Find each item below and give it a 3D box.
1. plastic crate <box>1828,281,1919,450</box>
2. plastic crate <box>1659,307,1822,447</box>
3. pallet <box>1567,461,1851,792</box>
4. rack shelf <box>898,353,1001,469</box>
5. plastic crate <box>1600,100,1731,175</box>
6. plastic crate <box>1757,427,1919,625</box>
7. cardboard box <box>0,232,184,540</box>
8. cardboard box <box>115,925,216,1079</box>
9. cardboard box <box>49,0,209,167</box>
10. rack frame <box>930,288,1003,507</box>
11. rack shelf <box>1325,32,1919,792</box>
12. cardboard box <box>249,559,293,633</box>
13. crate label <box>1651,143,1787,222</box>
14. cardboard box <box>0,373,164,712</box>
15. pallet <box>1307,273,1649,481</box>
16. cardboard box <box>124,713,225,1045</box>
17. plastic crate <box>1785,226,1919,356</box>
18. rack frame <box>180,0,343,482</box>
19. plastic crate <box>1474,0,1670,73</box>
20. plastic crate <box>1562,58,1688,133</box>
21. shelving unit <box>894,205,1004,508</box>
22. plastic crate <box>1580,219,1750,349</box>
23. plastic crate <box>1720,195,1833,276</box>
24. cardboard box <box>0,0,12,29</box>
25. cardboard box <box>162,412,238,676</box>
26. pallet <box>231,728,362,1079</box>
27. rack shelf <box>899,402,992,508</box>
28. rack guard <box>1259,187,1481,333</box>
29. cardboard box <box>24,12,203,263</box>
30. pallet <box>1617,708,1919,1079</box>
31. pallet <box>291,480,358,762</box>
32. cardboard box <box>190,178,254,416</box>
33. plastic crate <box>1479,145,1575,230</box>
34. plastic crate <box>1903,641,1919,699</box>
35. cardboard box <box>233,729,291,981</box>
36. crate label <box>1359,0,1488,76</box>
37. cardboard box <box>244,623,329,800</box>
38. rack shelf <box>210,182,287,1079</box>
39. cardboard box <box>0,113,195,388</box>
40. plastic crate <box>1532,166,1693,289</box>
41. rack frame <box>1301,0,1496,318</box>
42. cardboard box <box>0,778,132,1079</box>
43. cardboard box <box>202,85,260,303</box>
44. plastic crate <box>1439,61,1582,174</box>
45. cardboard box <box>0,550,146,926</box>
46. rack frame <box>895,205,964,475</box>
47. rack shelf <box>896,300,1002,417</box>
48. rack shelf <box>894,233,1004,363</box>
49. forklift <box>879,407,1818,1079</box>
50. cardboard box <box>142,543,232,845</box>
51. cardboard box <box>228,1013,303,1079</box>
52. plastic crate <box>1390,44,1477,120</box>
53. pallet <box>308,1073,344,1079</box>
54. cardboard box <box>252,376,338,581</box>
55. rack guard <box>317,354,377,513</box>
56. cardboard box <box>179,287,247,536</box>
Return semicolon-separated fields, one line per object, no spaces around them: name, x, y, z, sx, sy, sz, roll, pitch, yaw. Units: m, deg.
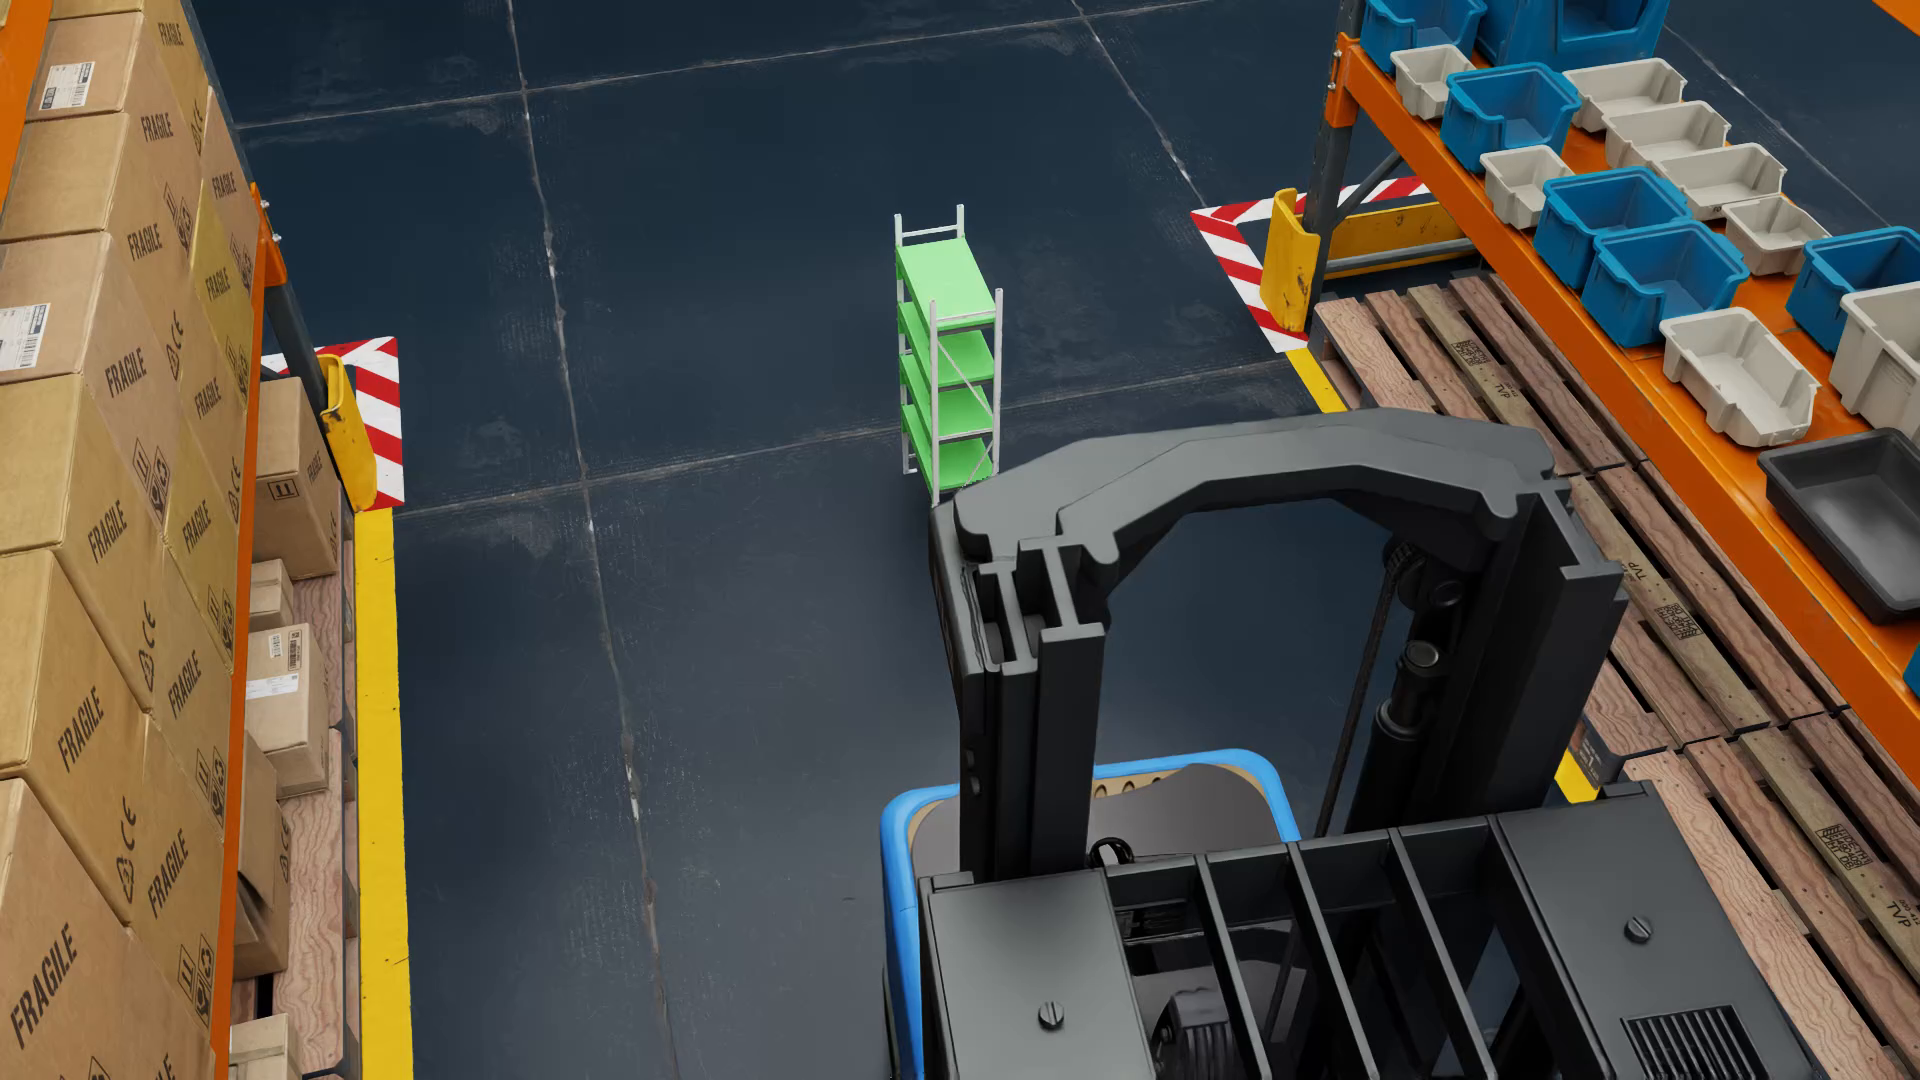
plastic crate;2.740;-0.444;4.626;0.437;0.282;0.530;-11;47;-10
plastic crate;2.216;-0.452;4.736;0.293;0.136;0.466;-11;47;-10
pallet;2.411;0.255;5.852;1.003;0.211;1.213;-11;47;-10
rack shelf;-0.042;-0.490;5.979;0.258;0.148;0.480;-11;47;-10
plastic crate;2.373;-1.334;5.600;0.396;0.136;0.243;-11;47;-10
plastic crate;2.406;-0.025;4.325;0.437;0.125;0.590;-11;47;-10
cardboard box;-2.082;-0.303;3.676;0.500;0.500;0.500;-9;46;-9
cardboard box;-1.704;1.090;3.012;0.500;0.500;0.500;-10;46;-9
cardboard box;-2.481;-1.363;4.715;0.500;0.500;0.500;-11;47;-11
rack frame;0.020;-0.366;5.768;0.240;1.200;0.015;-11;47;-10
rack shelf;2.441;-0.505;5.149;1.077;0.370;4.000;-11;47;-10
cardboard box;-2.467;0.229;5.601;0.380;0.166;0.250;-11;47;-10
crate label;2.467;-1.146;5.416;0.396;0.136;0.243;-11;47;-10
cardboard box;-1.949;0.054;3.327;0.500;0.500;0.500;-12;47;-11
pallet;2.102;-0.586;6.676;1.003;0.211;1.213;-11;47;-10
cardboard box;-1.838;0.737;3.357;0.500;0.500;0.500;-10;46;-10
plastic crate;2.702;-0.729;4.940;0.416;0.233;0.300;-11;47;-10
rack frame;-2.861;-1.235;5.360;1.000;3.000;0.127;-11;47;-10
plastic crate;2.195;-1.974;6.018;0.616;0.435;0.499;-11;47;-10
plastic crate;2.312;-1.537;5.798;0.396;0.136;0.243;-11;47;-10
shelving unit;-0.042;-0.534;5.933;0.258;1.200;0.503;-11;47;-10
plastic crate;2.087;-0.754;4.963;0.416;0.233;0.300;-11;47;-10
plastic crate;2.561;-0.945;5.219;0.298;0.136;0.250;-11;47;-10
cardboard box;-2.216;-1.236;3.366;0.500;0.250;0.500;-11;47;-10
cardboard box;-2.095;0.040;4.040;0.500;0.500;0.500;-11;47;-11
pallet;-2.327;1.185;4.941;1.003;0.211;1.213;-11;47;-10
rack shelf;-0.042;-0.322;6.151;0.258;0.148;0.480;-11;47;-10
rack guard;1.910;-1.277;7.152;1.175;0.500;0.348;-11;47;-10
cardboard box;-2.351;-1.014;4.374;0.500;0.500;0.500;-10;46;-9
pallet;2.727;1.099;5.025;1.003;0.211;1.213;-11;47;-10
pallet;-2.636;0.344;5.765;1.003;0.211;1.213;-11;47;-10
cardboard box;-2.347;-0.653;4.720;0.500;0.500;0.500;-10;46;-10
plastic crate;1.849;-1.131;5.401;0.250;0.136;0.298;-11;47;-10
plastic crate;2.503;0.348;3.778;0.392;0.384;0.575;-11;47;-10
cardboard box;-2.323;0.950;4.658;0.797;0.503;0.637;-11;47;-10
crate label;1.673;-1.870;6.057;0.416;0.233;0.303;-11;47;-10
cardboard box;-2.269;0.565;5.213;0.500;0.250;0.500;-11;47;-10
rack shelf;-2.349;0.398;4.264;1.077;0.370;4.000;-11;47;-10
cardboard box;-2.214;-0.657;4.024;0.500;0.500;0.500;-10;46;-9
plastic crate;2.011;-0.961;5.166;0.416;0.233;0.300;-11;47;-10
rack frame;1.929;-2.138;6.245;1.000;3.000;0.127;-11;47;-10
cardboard box;-1.685;0.765;2.630;0.500;0.500;0.500;-10;46;-9
cardboard box;-2.483;-1.010;5.070;0.500;0.500;0.500;-9;46;-9
plastic crate;1.842;-1.415;5.612;0.416;0.233;0.300;-11;47;-10
cardboard box;-1.818;0.409;2.979;0.500;0.500;0.500;-12;47;-12
rack frame;-0.105;-0.703;6.099;0.240;1.200;0.015;-11;47;-10
rack shelf;-0.042;-0.658;5.808;0.258;0.148;0.480;-11;47;-10
rack shelf;-0.042;-0.825;5.636;0.258;0.148;0.480;-11;47;-10
forklift;0.523;1.343;2.882;1.130;2.935;3.031;-6;46;-6
cardboard box;-1.964;0.391;3.696;0.500;0.500;0.500;-11;47;-11
cardboard box;-1.966;1.440;4.415;0.380;0.166;0.250;-11;47;-10
plastic crate;1.676;-1.599;5.860;0.250;0.136;0.298;-11;47;-10
pallet;-2.012;2.028;4.114;1.003;0.211;1.213;-11;47;-10
cardboard box;-2.483;-0.184;5.772;0.500;0.500;0.500;-11;47;-10
rack guard;-2.841;-0.308;6.201;1.175;0.500;0.348;-11;47;-10
cardboard box;-2.224;-0.307;4.381;0.500;0.500;0.500;-10;46;-10
